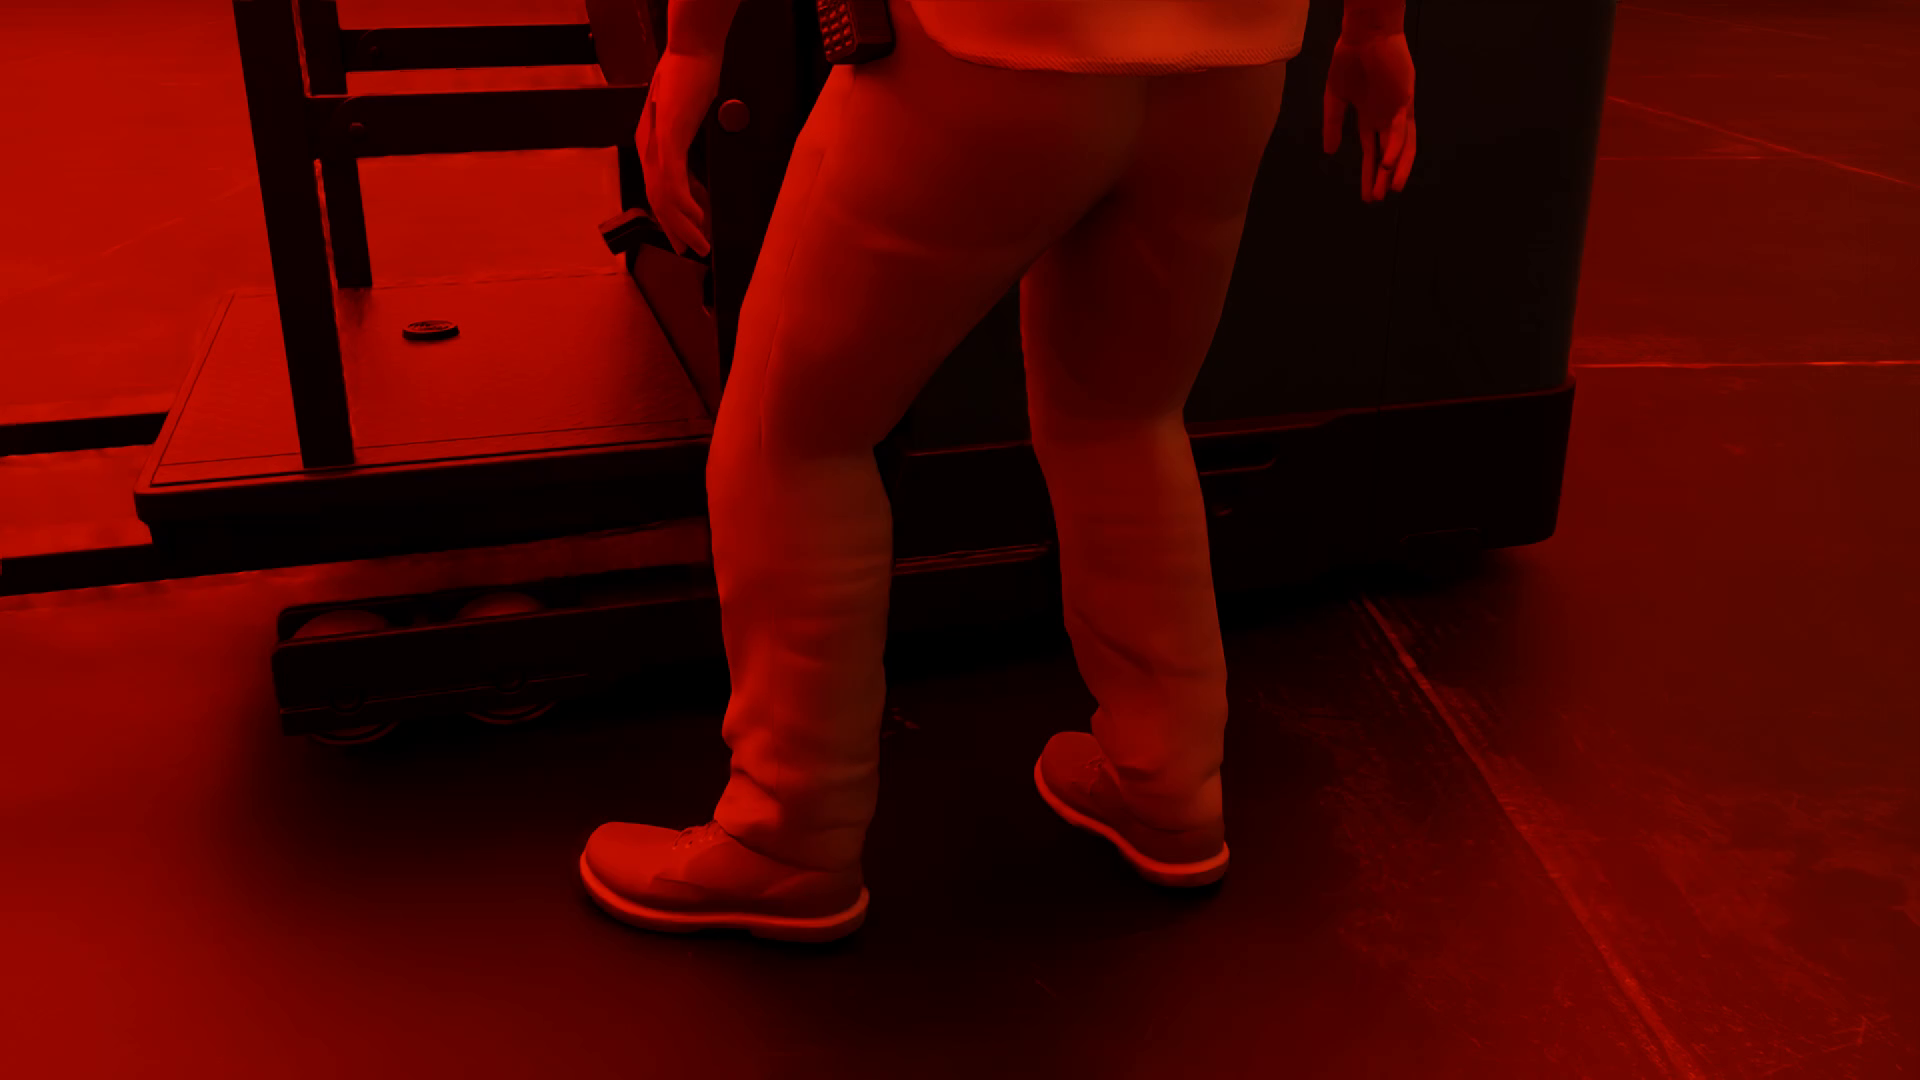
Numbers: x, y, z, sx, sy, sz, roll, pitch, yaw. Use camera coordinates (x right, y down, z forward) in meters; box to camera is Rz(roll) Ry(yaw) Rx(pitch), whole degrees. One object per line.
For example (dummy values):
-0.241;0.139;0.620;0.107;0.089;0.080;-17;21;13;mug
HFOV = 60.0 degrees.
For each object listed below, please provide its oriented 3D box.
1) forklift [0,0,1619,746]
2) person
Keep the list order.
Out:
-0.644;-1.322;2.094;3.031;2.935;1.130;-6;22;-16;forklift
0.047;-0.450;1.540;0.861;1.722;0.423;-12;25;-29;person
